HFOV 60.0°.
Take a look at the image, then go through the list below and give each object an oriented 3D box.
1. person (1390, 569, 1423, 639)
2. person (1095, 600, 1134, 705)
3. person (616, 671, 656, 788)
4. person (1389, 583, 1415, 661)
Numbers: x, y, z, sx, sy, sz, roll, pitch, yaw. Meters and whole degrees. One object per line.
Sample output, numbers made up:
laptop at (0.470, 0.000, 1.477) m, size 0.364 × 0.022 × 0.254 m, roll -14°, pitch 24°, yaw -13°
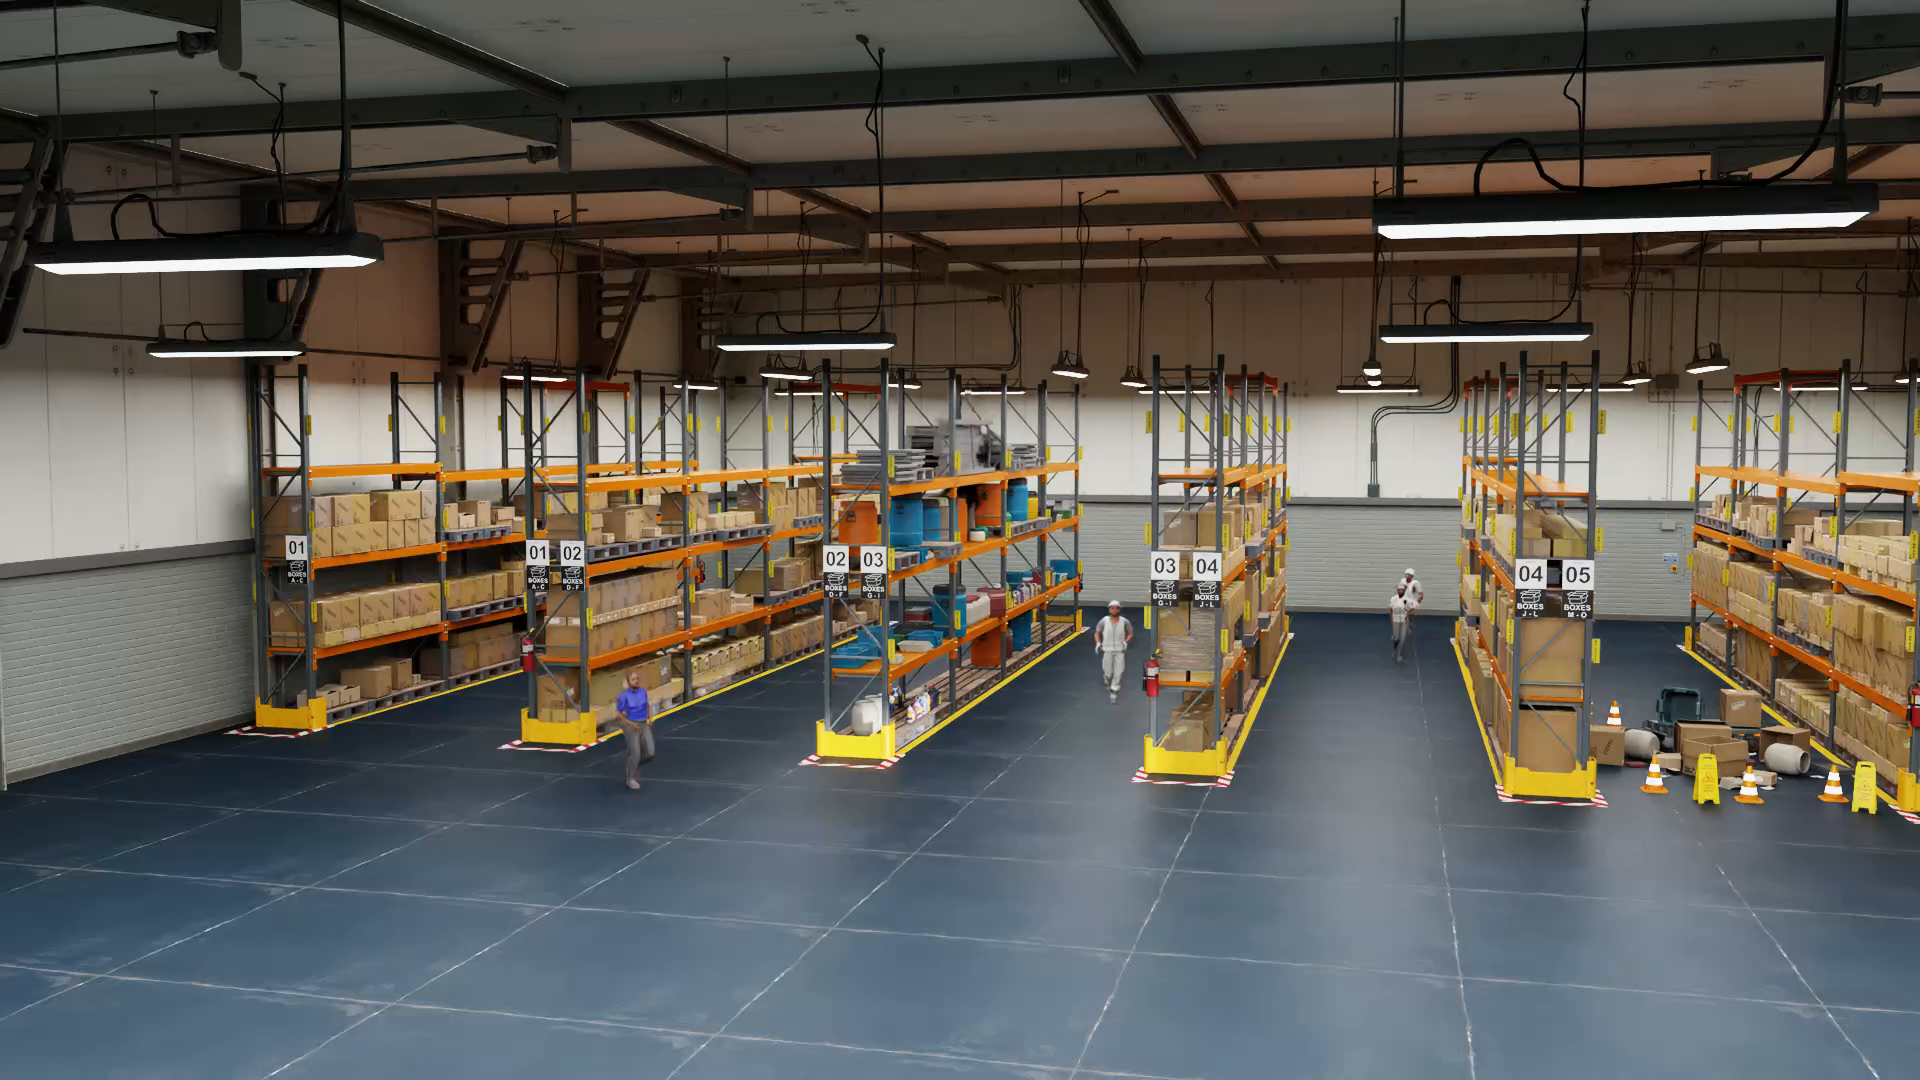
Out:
person at (10.446, 1.498, 38.780) m, size 0.567 × 1.691 × 0.754 m, roll -3°, pitch 5°, yaw -35°
person at (2.618, 1.899, 28.227) m, size 0.657 × 1.754 × 0.605 m, roll 0°, pitch 4°, yaw 3°
person at (-4.451, 2.619, 22.957) m, size 0.586 × 1.618 × 0.495 m, roll -4°, pitch 5°, yaw -44°
person at (9.352, 1.744, 35.255) m, size 0.564 × 1.669 × 0.565 m, roll 1°, pitch 4°, yaw 20°
